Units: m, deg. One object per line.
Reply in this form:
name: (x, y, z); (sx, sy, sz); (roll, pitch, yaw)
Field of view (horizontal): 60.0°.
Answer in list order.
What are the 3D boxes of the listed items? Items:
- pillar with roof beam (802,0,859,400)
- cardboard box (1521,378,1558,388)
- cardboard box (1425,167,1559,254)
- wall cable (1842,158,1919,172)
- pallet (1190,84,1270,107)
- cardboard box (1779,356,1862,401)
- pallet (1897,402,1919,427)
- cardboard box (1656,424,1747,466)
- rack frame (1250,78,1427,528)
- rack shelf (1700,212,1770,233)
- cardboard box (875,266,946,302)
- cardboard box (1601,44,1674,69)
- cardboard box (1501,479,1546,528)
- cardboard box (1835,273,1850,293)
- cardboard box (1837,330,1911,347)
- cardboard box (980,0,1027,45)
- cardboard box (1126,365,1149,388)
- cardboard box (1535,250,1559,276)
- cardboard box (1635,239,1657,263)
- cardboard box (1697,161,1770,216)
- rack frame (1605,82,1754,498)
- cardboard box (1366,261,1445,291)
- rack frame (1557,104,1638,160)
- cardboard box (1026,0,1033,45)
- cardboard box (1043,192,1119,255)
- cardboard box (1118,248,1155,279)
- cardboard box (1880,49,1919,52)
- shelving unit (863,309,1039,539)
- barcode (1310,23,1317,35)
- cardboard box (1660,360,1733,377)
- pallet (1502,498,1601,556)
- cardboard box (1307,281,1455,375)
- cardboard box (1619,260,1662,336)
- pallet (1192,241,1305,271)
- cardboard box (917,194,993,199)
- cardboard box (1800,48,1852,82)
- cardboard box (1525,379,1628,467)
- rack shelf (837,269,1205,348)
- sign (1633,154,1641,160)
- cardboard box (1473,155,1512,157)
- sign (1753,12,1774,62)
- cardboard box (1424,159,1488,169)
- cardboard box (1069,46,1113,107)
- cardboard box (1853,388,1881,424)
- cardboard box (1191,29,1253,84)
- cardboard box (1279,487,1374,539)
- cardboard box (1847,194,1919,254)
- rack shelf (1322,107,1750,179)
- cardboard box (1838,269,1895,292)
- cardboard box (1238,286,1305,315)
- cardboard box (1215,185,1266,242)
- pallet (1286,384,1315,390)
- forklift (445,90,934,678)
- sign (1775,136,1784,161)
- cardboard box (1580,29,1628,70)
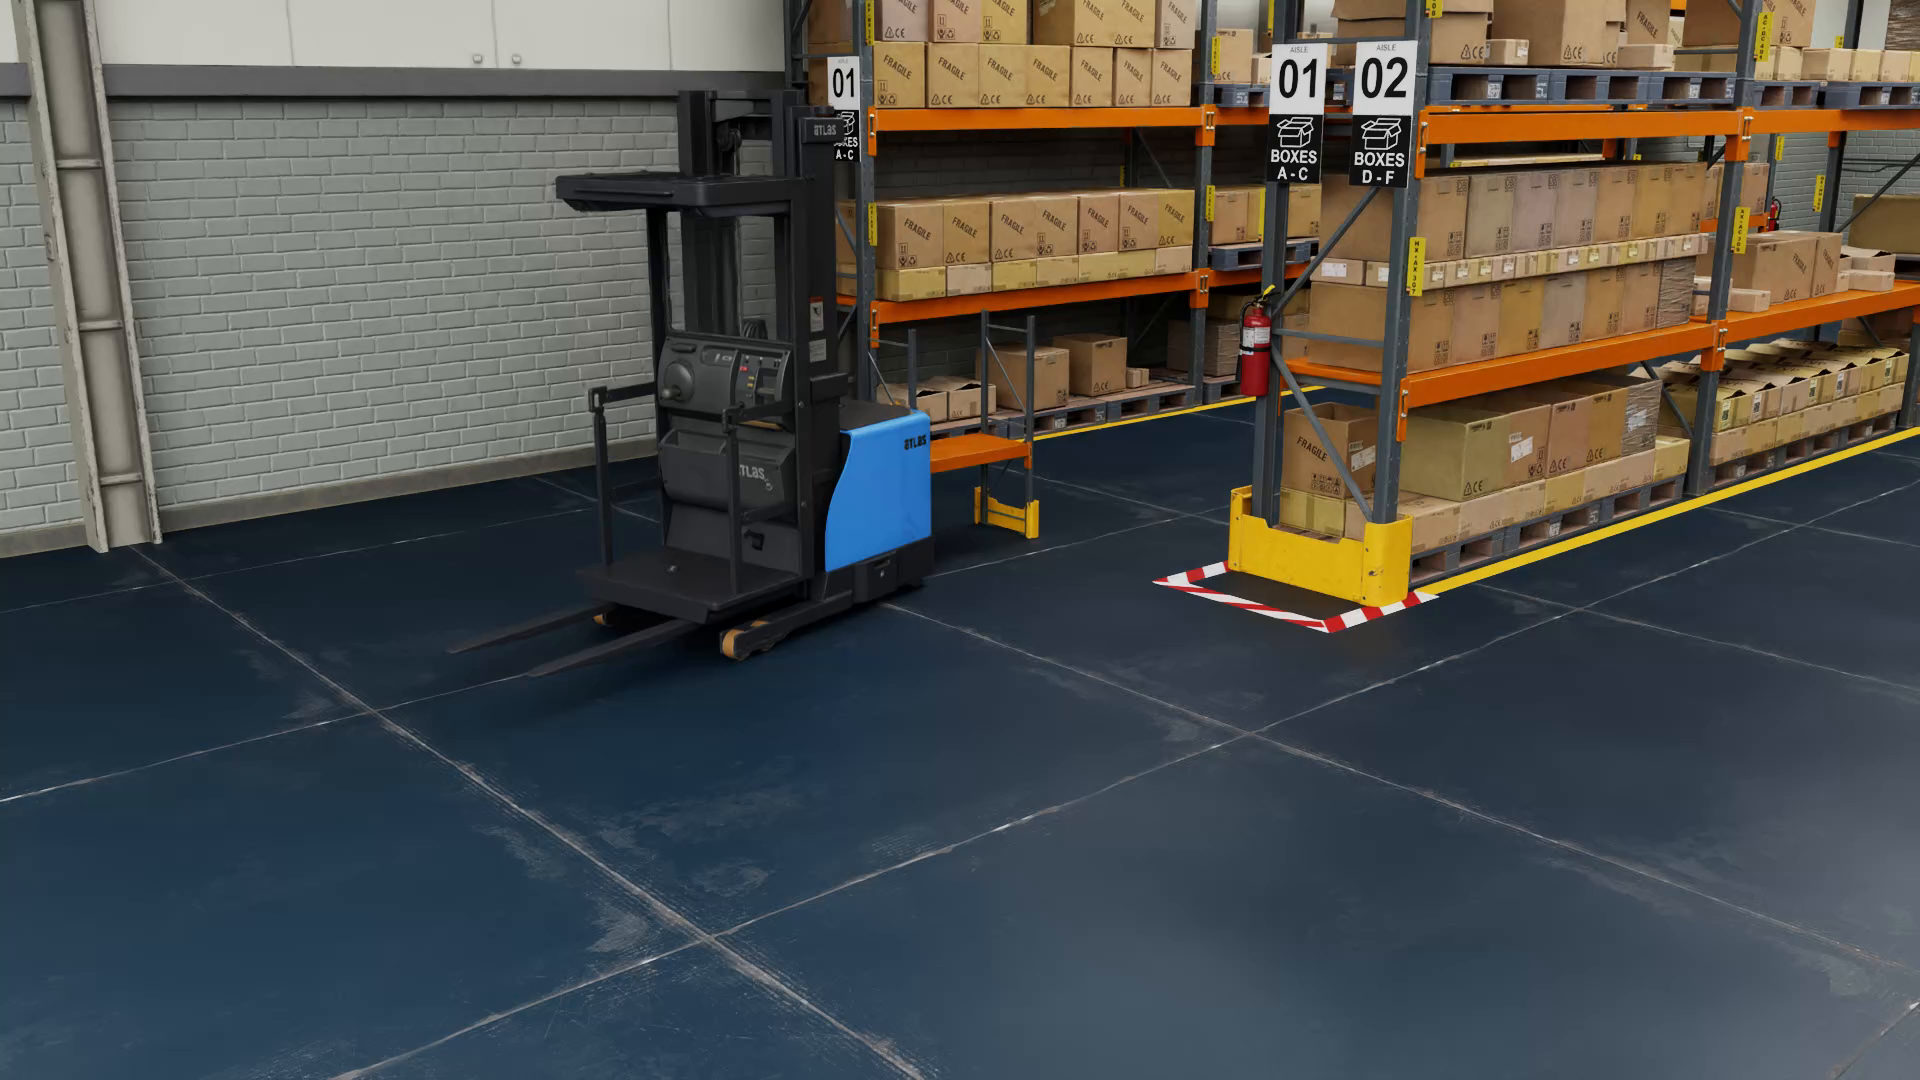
pillar with roof beam: (1.743, -4.505, 10.678); (0.400, 9.000, 9.100); (-13, 19, -39)
cardboard box: (3.919, -0.921, 11.948); (0.500, 0.500, 0.500); (-13, 19, -39)
cardboard box: (3.385, -2.130, 10.705); (0.500, 0.500, 0.700); (-13, 19, -39)
wall cable: (15.528, -7.155, 26.616); (0.112, 2.526, 3.097); (-13, 19, -39)
pallet: (2.510, -4.278, 16.003); (1.003, 0.211, 1.213); (-13, 19, -39)
cardboard box: (7.242, -1.384, 14.045); (0.500, 0.311, 0.500); (-13, 20, -40)
pallet: (8.834, -1.321, 15.787); (1.213, 0.211, 1.003); (-13, 19, -39)
cardboard box: (5.696, -0.766, 12.820); (0.500, 0.250, 0.500); (-13, 20, -41)
rack frame: (2.211, -1.194, 9.908); (0.127, 3.000, 1.000); (-13, 19, -39)
rack shelf: (9.518, -4.182, 22.487); (4.000, 0.370, 1.077); (-13, 19, -39)
cardboard box: (-0.467, -2.116, 13.610); (0.500, 0.250, 0.500); (-13, 20, -41)
cardboard box: (4.498, -3.212, 11.053); (0.250, 0.149, 0.380); (-13, 19, -39)
cardboard box: (3.514, -0.286, 11.023); (0.500, 0.250, 0.500); (-13, 19, -39)
cardboard box: (7.321, -2.201, 14.164); (0.250, 0.149, 0.380); (-11, 18, -35)
cardboard box: (8.798, -1.758, 16.011); (0.500, 0.500, 0.500); (-12, 19, -37)
cardboard box: (0.198, -4.330, 13.666); (0.500, 0.500, 0.500); (-12, 19, -38)
cardboard box: (1.590, -1.583, 16.000); (0.380, 0.166, 0.250); (13, 20, 40)
cardboard box: (3.619, -1.799, 10.721); (0.250, 0.149, 0.380); (-13, 20, -40)
cardboard box: (4.583, -2.015, 11.529); (0.250, 0.149, 0.380); (-13, 20, -39)
cardboard box: (10.649, -4.925, 23.293); (0.700, 0.700, 0.980); (-12, 19, -37)
rack frame: (5.229, -1.872, 12.444); (0.127, 3.000, 1.000); (-13, 19, -39)
cardboard box: (2.649, -1.580, 9.903); (0.250, 0.149, 0.380); (-13, 20, -40)
rack frame: (8.009, -4.191, 21.126); (0.127, 3.000, 1.000); (-13, 19, -39)
cardboard box: (0.285, -4.529, 14.412); (0.500, 0.500, 0.500); (-13, 20, -39)
cardboard box: (1.061, -2.826, 14.815); (0.500, 0.500, 0.500); (-13, 20, -41)
cardboard box: (1.435, -2.551, 15.238); (0.500, 0.250, 0.500); (-13, 19, -39)
cardboard box: (8.553, -4.127, 14.882); (0.500, 0.500, 0.910); (-13, 19, -39)
shelving unit: (-0.058, -0.712, 11.008); (1.083, 1.500, 0.587); (-13, 19, -39)
barcode: (2.122, -3.069, 9.988); (0.075, 0.075, 0.001); (-13, 19, -39)
cardboard box: (6.112, -1.315, 13.788); (0.500, 0.311, 0.500); (-13, 20, -40)
pallet: (3.681, -0.190, 11.553); (1.213, 0.211, 1.003); (-13, 19, -39)
cardboard box: (2.572, -1.319, 10.181); (0.500, 0.500, 0.700); (-13, 19, -39)
cardboard box: (4.505, -1.753, 11.806); (0.500, 0.500, 0.700); (-13, 20, -40)
pallet: (2.646, -2.844, 16.456); (1.213, 0.211, 1.003); (-13, 19, -39)
cardboard box: (-0.054, -2.750, 14.533); (0.500, 0.500, 0.500); (-13, 20, -41)
cardboard box: (6.711, -3.763, 13.190); (0.500, 0.250, 0.500); (14, 20, 42)
cardboard box: (4.263, -0.819, 11.566); (0.500, 0.500, 0.500); (-13, 19, -39)
rack shelf: (0.465, -2.149, 14.877); (4.000, 0.370, 1.077); (-13, 19, -39)
sign: (8.373, -4.608, 20.598); (0.005, 0.325, 0.100); (-13, 19, -39)
cardboard box: (6.330, -4.464, 19.887); (0.500, 0.250, 0.500); (-13, 20, -41)
sign: (5.594, -3.501, 11.577); (0.005, 0.325, 0.100); (-13, 19, -39)
cardboard box: (5.525, -4.109, 18.557); (0.500, 0.250, 0.500); (-12, 19, -38)
cardboard box: (0.972, -4.024, 14.459); (0.500, 0.500, 0.500); (-14, 20, -41)
cardboard box: (7.623, -1.199, 14.441); (0.500, 0.250, 0.500); (-13, 20, -40)
cardboard box: (2.439, -4.613, 15.887); (0.500, 0.500, 0.500); (-9, 18, -32)
cardboard box: (2.422, -0.217, 10.764); (0.500, 0.250, 0.500); (-13, 19, -39)
cardboard box: (8.647, -2.929, 15.396); (0.700, 0.500, 0.500); (8, 17, 28)
rack shelf: (3.720, -2.634, 10.882); (4.000, 0.370, 1.077); (-13, 19, -39)
cardboard box: (7.749, -2.222, 14.242); (0.250, 0.149, 0.380); (-13, 19, -39)
cardboard box: (3.238, -2.495, 17.315); (0.500, 0.250, 0.500); (-13, 20, -41)
cardboard box: (2.807, -3.269, 16.630); (0.500, 0.500, 0.700); (-10, 18, -34)
pallet: (3.481, -1.828, 17.685); (1.213, 0.211, 1.003); (-13, 19, -39)
forklift: (-1.426, -0.916, 9.000); (1.130, 2.935, 3.031); (10, 18, 34)
sign: (11.372, -5.434, 23.079); (0.005, 0.325, 0.100); (-13, 19, -39)
cardboard box: (4.268, -3.423, 11.527); (0.500, 0.311, 0.500); (-14, 20, -42)
